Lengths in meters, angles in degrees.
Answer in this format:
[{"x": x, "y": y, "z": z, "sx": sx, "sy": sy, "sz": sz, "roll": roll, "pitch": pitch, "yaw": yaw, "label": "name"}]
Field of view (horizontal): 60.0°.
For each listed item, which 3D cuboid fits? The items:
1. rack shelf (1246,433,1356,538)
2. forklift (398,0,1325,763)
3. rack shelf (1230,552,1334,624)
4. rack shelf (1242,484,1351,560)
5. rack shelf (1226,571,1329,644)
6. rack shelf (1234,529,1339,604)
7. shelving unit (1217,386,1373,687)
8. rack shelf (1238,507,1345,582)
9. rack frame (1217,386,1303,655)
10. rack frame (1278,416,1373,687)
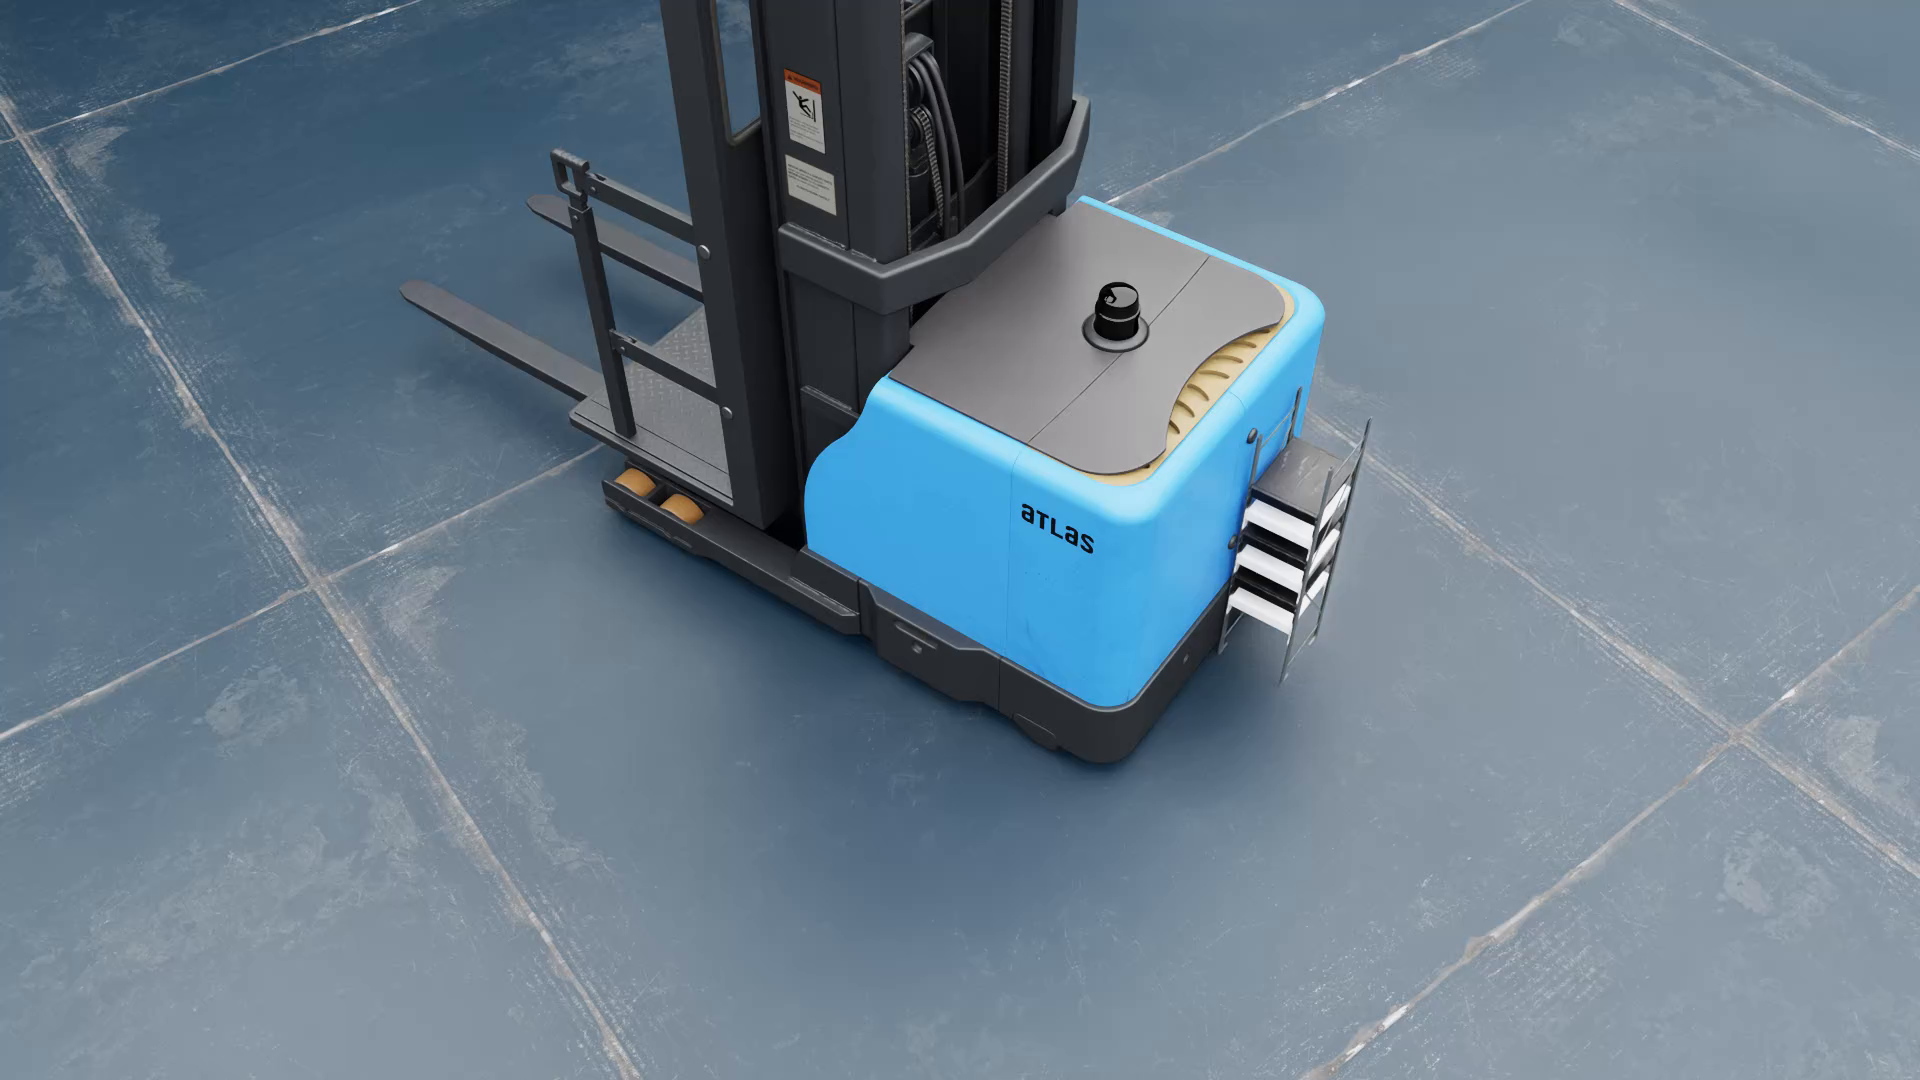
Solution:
[{"x": 0.920, "y": -0.149, "z": 4.458, "sx": 0.200, "sy": 0.077, "sz": 0.258, "roll": 28, "pitch": 54, "yaw": 23, "label": "rack shelf"}, {"x": -0.513, "y": -1.255, "z": 4.409, "sx": 3.031, "sy": 2.935, "sz": 1.130, "roll": 28, "pitch": 54, "yaw": 23, "label": "forklift"}, {"x": 0.920, "y": 0.093, "z": 4.725, "sx": 0.200, "sy": 0.077, "sz": 0.258, "roll": 28, "pitch": 54, "yaw": 23, "label": "rack shelf"}, {"x": 0.920, "y": -0.088, "z": 4.525, "sx": 0.200, "sy": 0.077, "sz": 0.258, "roll": 28, "pitch": 54, "yaw": 23, "label": "rack shelf"}, {"x": 0.920, "y": 0.154, "z": 4.791, "sx": 0.200, "sy": 0.077, "sz": 0.258, "roll": 28, "pitch": 54, "yaw": 23, "label": "rack shelf"}, {"x": 0.920, "y": 0.033, "z": 4.658, "sx": 0.200, "sy": 0.077, "sz": 0.258, "roll": 28, "pitch": 54, "yaw": 23, "label": "rack shelf"}, {"x": 0.920, "y": 0.010, "z": 4.633, "sx": 0.210, "sy": 0.900, "sz": 0.258, "roll": 28, "pitch": 54, "yaw": 23, "label": "shelving unit"}, {"x": 0.920, "y": -0.028, "z": 4.591, "sx": 0.200, "sy": 0.077, "sz": 0.258, "roll": 28, "pitch": 54, "yaw": 23, "label": "rack shelf"}, {"x": 0.837, "y": -0.033, "z": 4.673, "sx": 0.006, "sy": 0.900, "sz": 0.240, "roll": 28, "pitch": 54, "yaw": 23, "label": "rack frame"}, {"x": 1.002, "y": 0.054, "z": 4.594, "sx": 0.006, "sy": 0.900, "sz": 0.240, "roll": 28, "pitch": 54, "yaw": 23, "label": "rack frame"}]
